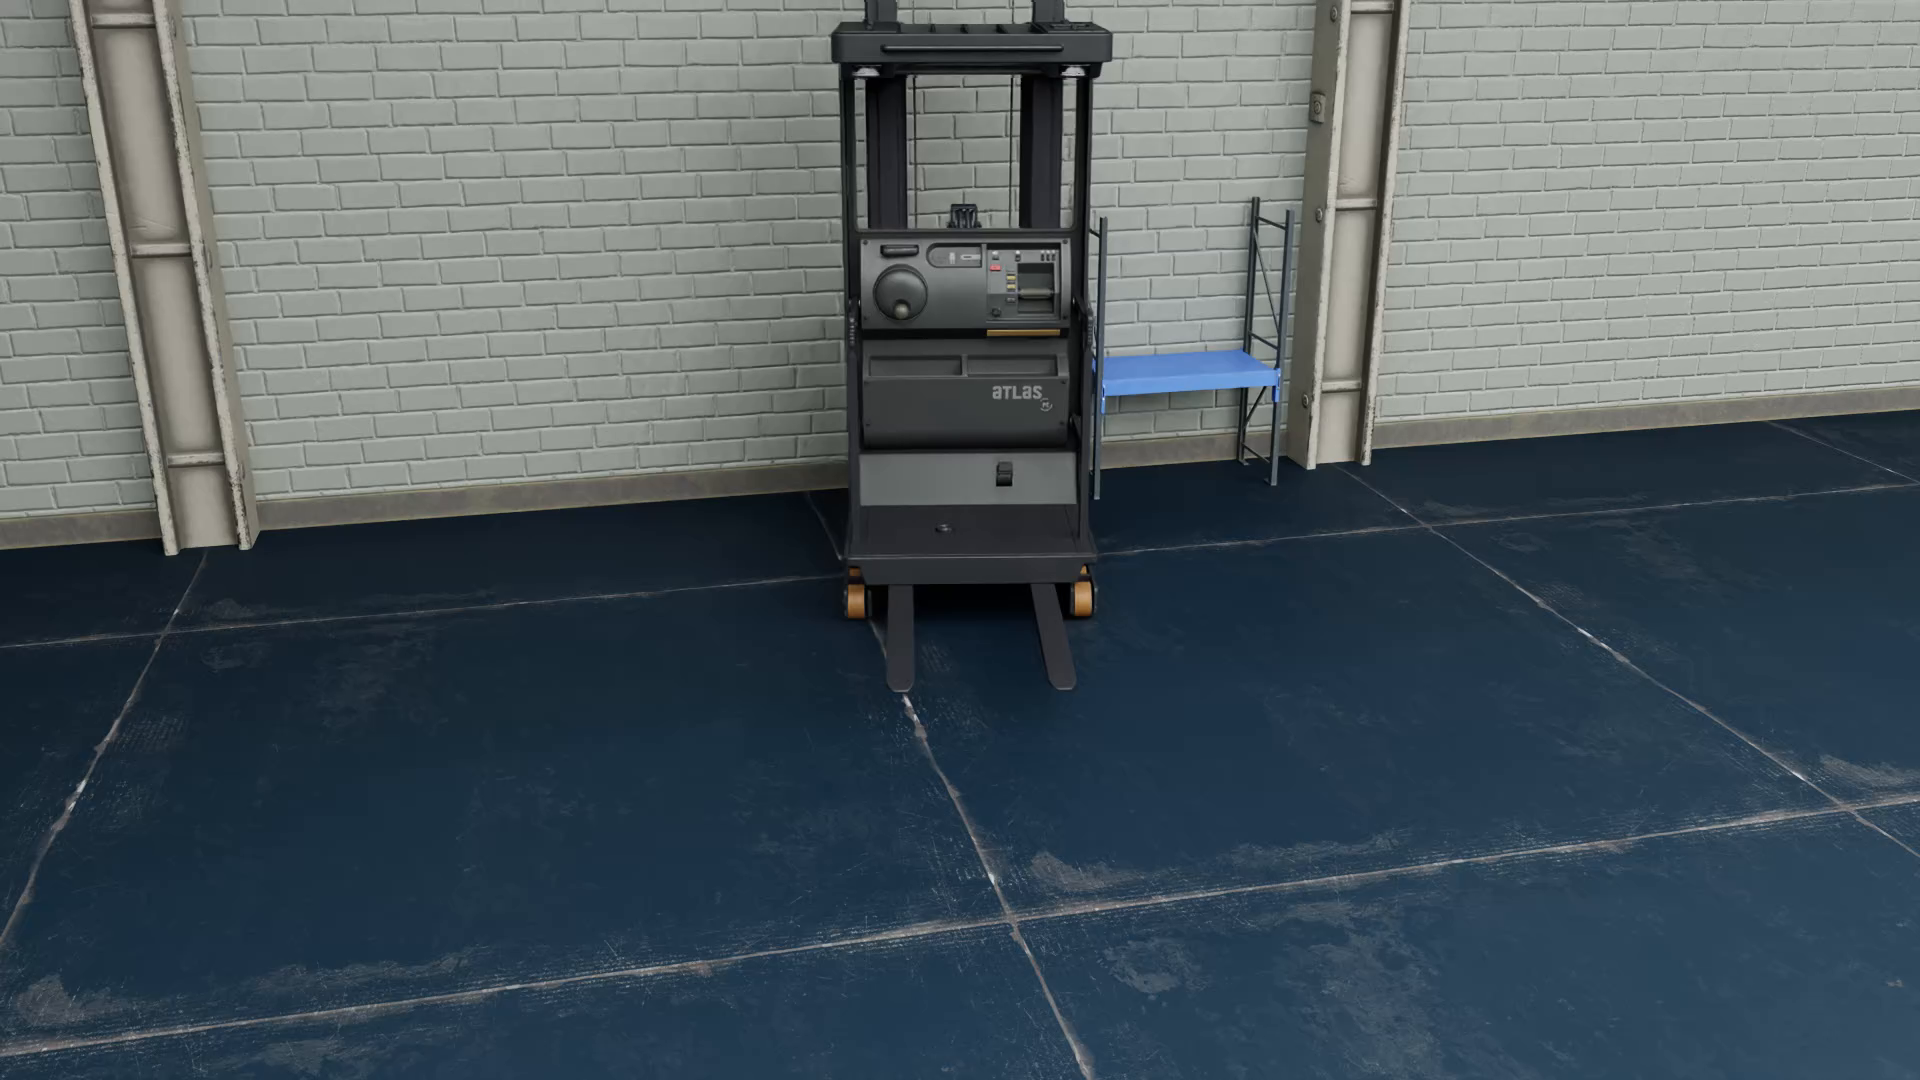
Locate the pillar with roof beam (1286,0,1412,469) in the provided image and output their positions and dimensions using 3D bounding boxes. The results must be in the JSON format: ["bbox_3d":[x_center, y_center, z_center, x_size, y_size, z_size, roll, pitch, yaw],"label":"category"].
[{"bbox_3d":[3.108,-3.251,4.107,0.400,9.000,9.100,-5,21,-12],"label":"pillar with roof beam"}]

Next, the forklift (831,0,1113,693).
[{"bbox_3d":[0.034,-1.132,7.143,1.130,2.935,3.031,-1,20,-2],"label":"forklift"}]

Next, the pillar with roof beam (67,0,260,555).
[{"bbox_3d":[-2.731,-2.776,2.810,0.400,9.000,9.100,-5,21,-12],"label":"pillar with roof beam"}]

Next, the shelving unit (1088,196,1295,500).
[{"bbox_3d":[1.170,-1.044,8.984,1.048,1.500,0.538,-5,21,-13],"label":"shelving unit"}]

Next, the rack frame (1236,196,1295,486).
[{"bbox_3d":[1.664,-1.085,9.095,0.032,1.500,0.500,-5,21,-13],"label":"rack frame"}]

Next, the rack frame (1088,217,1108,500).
[{"bbox_3d":[0.675,-1.004,8.874,0.032,1.500,0.500,-5,21,-13],"label":"rack frame"}]

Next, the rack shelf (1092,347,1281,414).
[{"bbox_3d":[1.170,-0.875,9.046,1.000,0.185,0.538,-5,21,-13],"label":"rack shelf"}]
